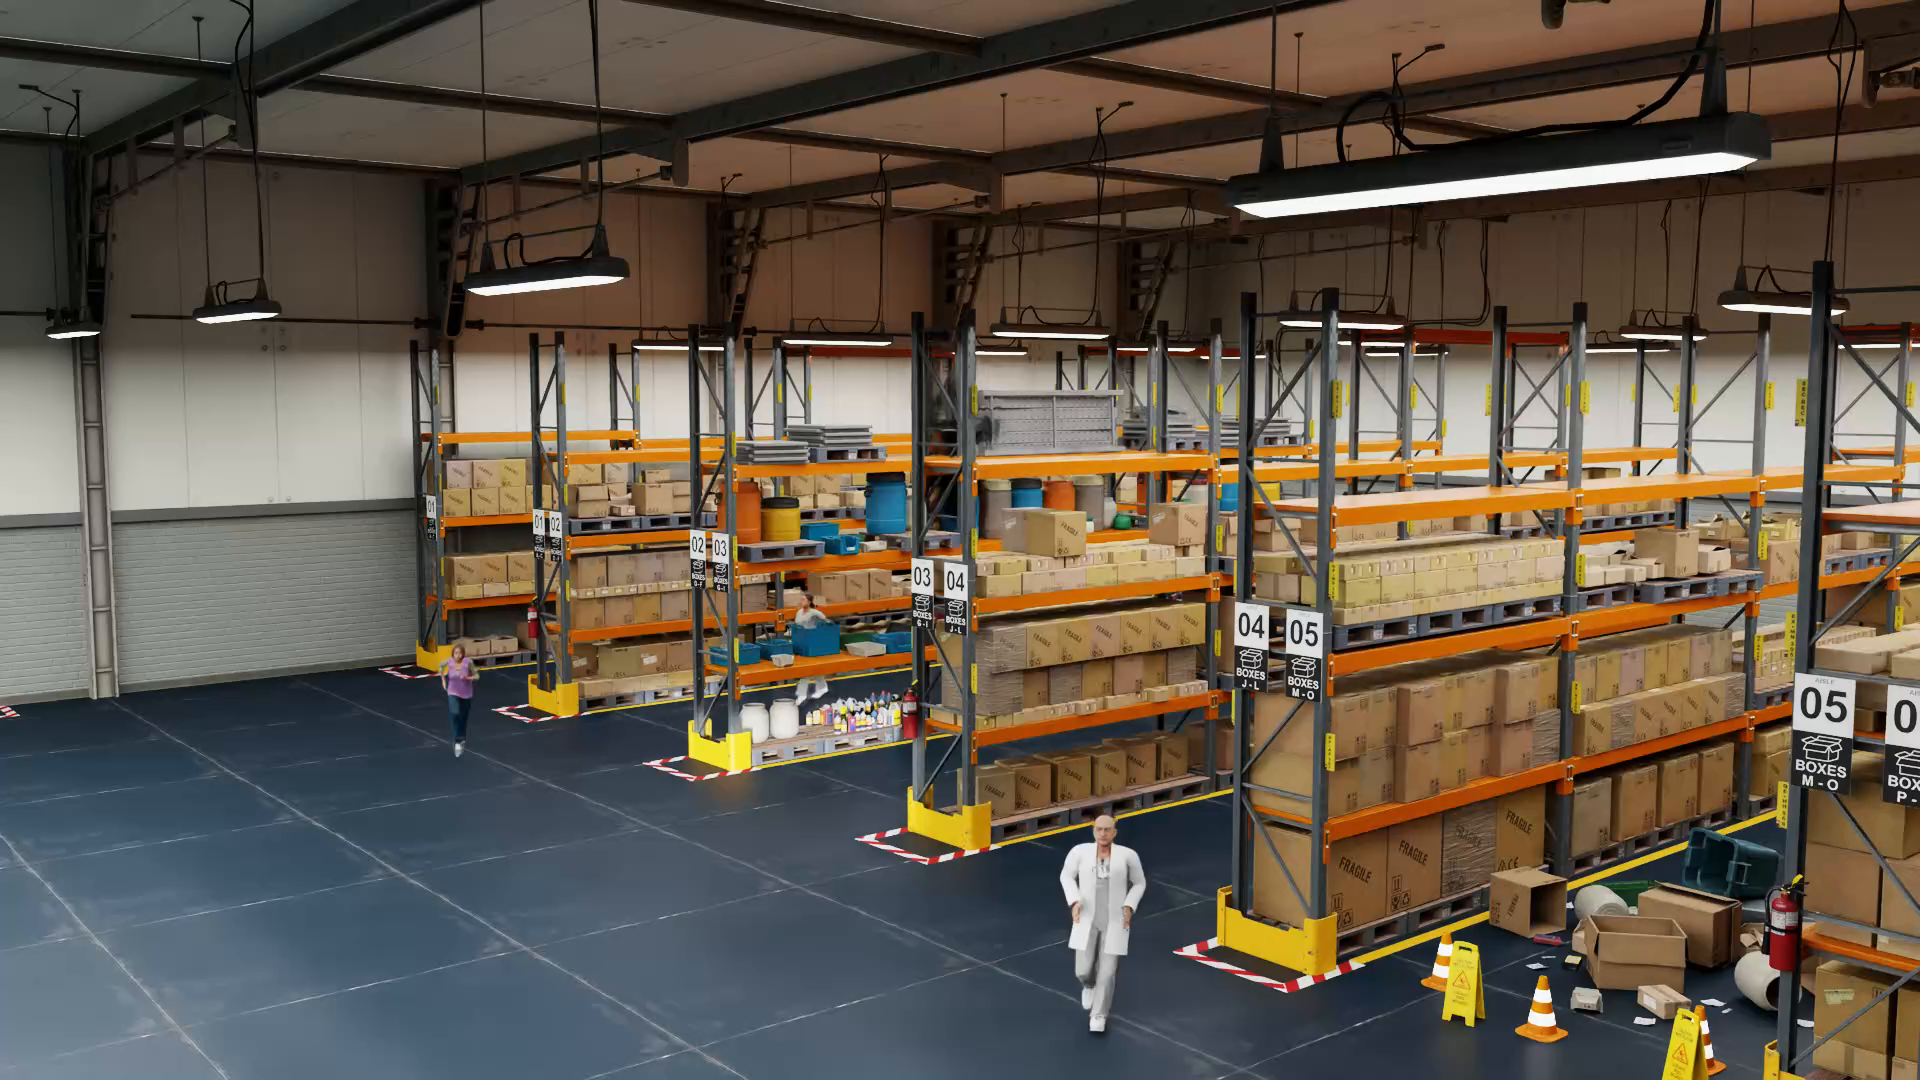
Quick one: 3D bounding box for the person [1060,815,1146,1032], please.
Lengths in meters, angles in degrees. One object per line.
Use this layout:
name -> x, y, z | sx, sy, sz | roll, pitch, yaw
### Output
person -> 1.146, 3.062, 13.394 | 0.695, 1.731, 0.631 | 1, 5, 8

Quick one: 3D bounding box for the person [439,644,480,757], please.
person -> -7.054, 2.217, 23.446 | 0.532, 1.577, 0.869 | -2, 6, -20

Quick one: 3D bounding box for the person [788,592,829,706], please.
person -> -2.345, 1.665, 25.720 | 0.765, 1.733, 0.552 | -5, 7, -41
